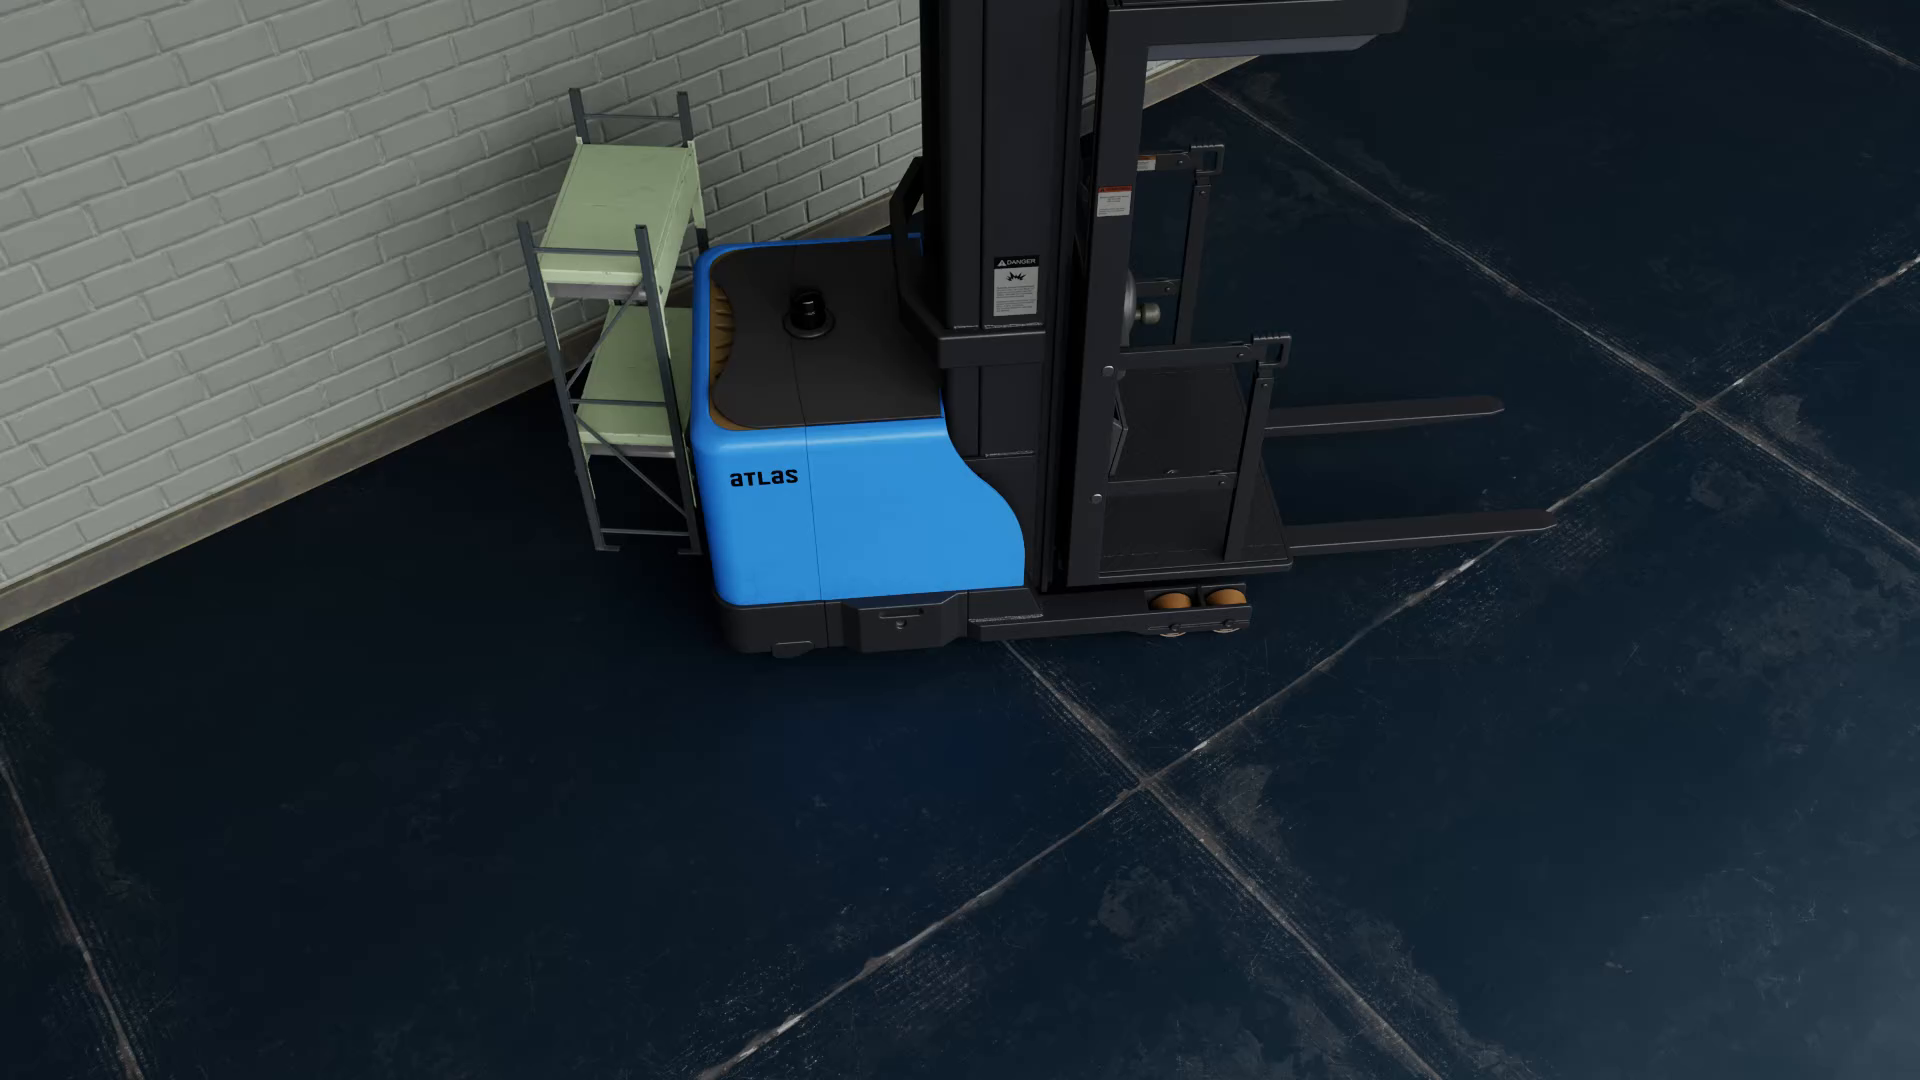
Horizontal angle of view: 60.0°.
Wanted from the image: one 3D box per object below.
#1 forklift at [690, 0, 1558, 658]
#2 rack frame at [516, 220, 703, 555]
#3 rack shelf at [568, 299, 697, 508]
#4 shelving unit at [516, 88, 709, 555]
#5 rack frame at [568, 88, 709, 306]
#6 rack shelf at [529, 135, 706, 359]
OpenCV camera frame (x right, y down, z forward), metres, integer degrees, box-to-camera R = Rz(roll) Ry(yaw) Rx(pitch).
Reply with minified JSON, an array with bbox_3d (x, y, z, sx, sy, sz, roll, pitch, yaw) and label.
[{"bbox_3d":[0.620,-1.028,5.204,3.031,2.935,1.130,-4,48,-4],"label":"forklift"},{"bbox_3d":[-1.162,-0.464,5.658,0.400,1.500,0.023,3,48,2],"label":"rack frame"},{"bbox_3d":[-1.140,-0.516,6.145,0.431,0.370,0.720,3,48,2],"label":"rack shelf"},{"bbox_3d":[-1.140,-0.735,5.904,0.431,1.500,0.755,3,48,2],"label":"shelving unit"},{"bbox_3d":[-1.117,-1.005,6.149,0.400,1.500,0.023,3,48,2],"label":"rack frame"},{"bbox_3d":[-1.140,-0.997,5.615,0.431,0.370,0.720,3,48,2],"label":"rack shelf"}]
